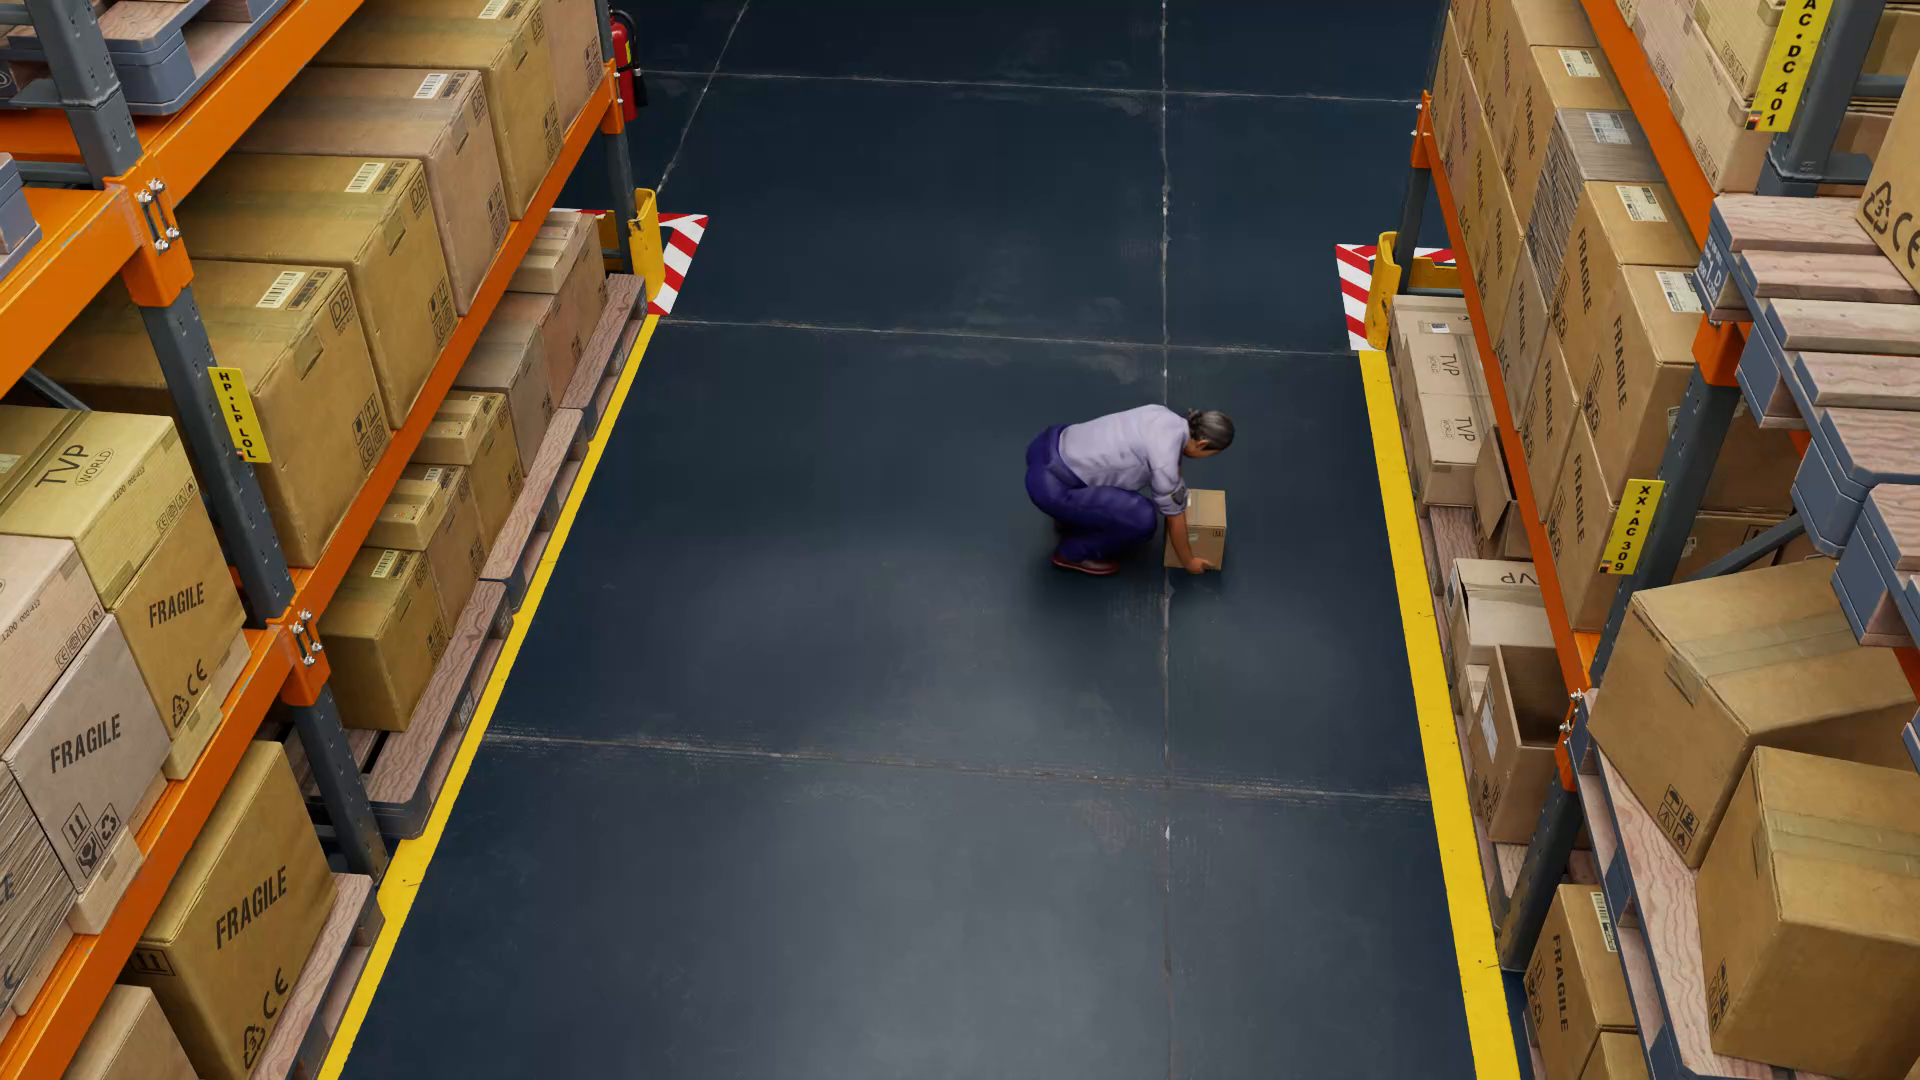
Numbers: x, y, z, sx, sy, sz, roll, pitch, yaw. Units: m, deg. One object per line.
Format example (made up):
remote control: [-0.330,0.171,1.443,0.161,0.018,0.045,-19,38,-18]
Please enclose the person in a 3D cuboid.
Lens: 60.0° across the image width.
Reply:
person: [0.716,-0.240,7.178,0.874,0.761,0.510,2,40,3]
